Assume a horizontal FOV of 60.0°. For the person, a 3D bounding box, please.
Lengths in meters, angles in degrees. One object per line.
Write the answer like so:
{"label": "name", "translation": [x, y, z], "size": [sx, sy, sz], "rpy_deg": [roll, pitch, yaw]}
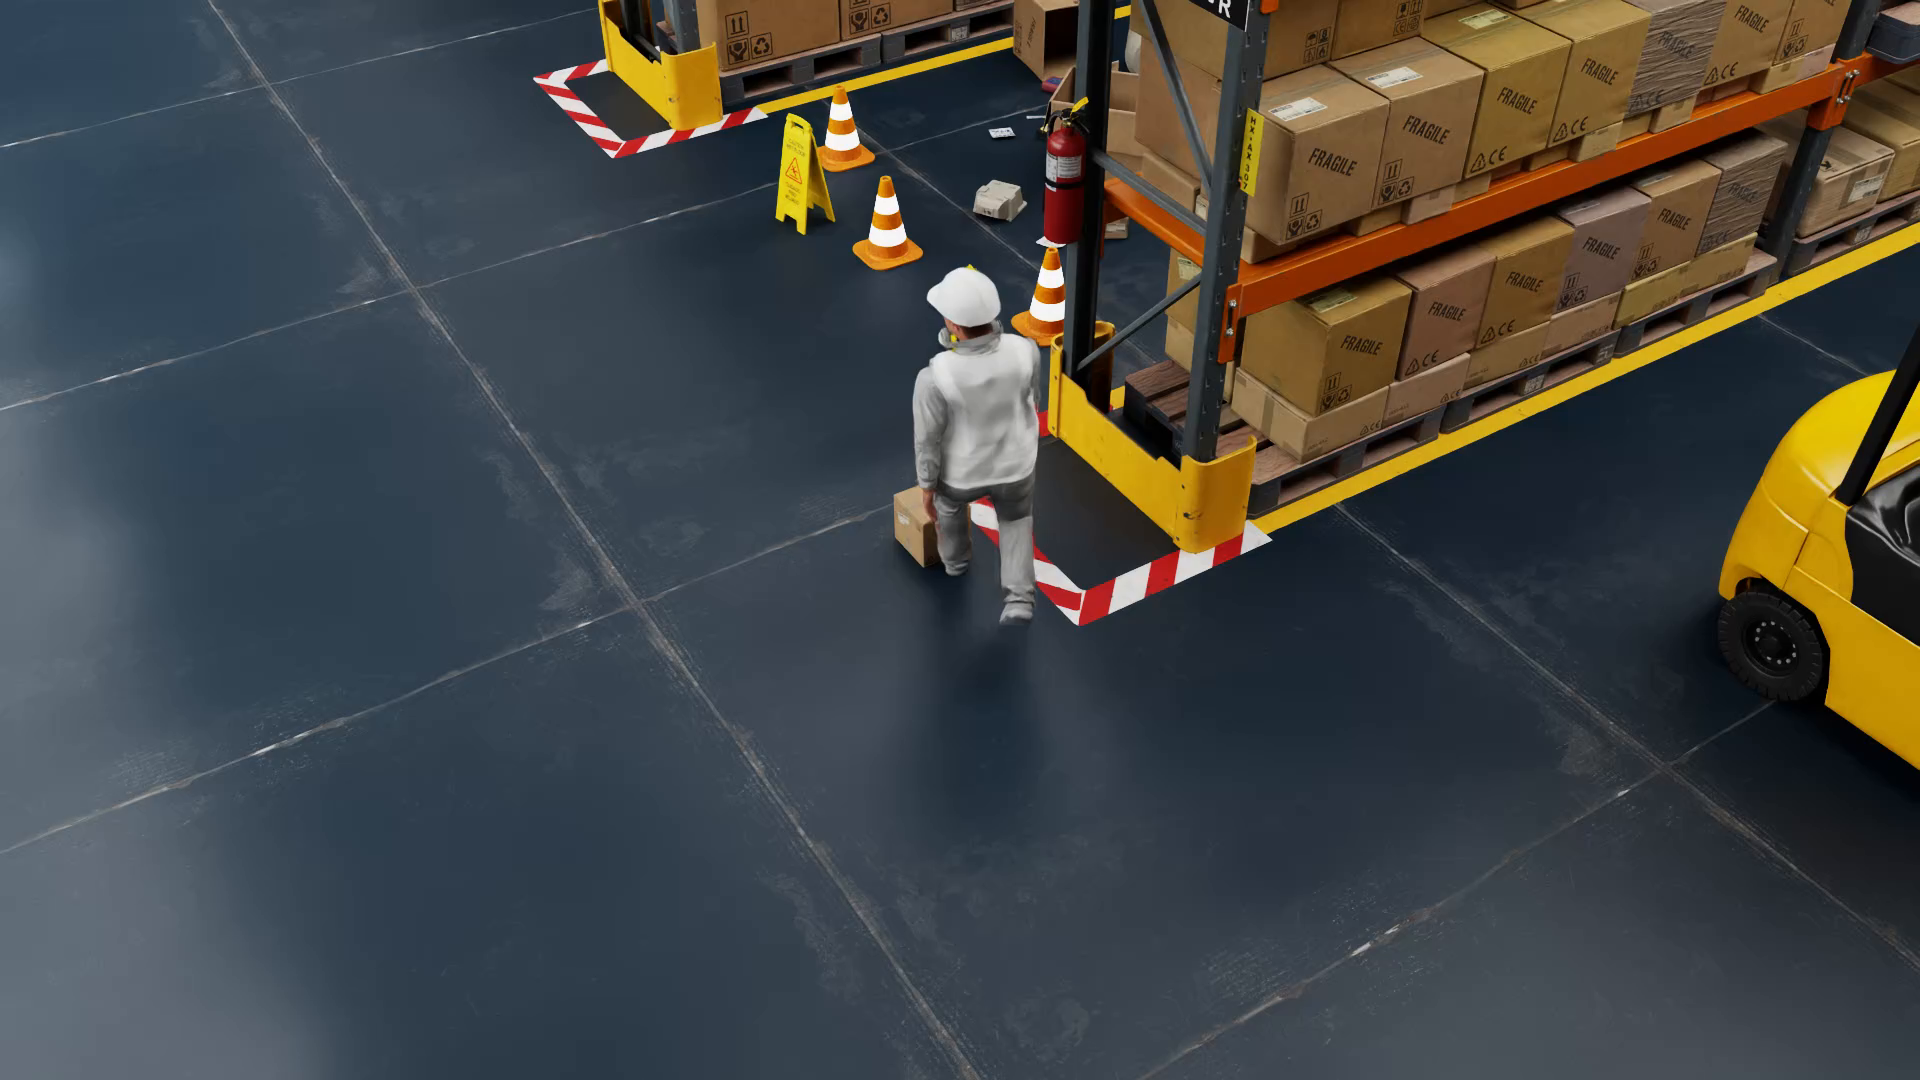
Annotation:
{"label": "person", "translation": [0.049, -0.380, 6.644], "size": [0.533, 1.693, 0.909], "rpy_deg": [-9, 41, -11]}
